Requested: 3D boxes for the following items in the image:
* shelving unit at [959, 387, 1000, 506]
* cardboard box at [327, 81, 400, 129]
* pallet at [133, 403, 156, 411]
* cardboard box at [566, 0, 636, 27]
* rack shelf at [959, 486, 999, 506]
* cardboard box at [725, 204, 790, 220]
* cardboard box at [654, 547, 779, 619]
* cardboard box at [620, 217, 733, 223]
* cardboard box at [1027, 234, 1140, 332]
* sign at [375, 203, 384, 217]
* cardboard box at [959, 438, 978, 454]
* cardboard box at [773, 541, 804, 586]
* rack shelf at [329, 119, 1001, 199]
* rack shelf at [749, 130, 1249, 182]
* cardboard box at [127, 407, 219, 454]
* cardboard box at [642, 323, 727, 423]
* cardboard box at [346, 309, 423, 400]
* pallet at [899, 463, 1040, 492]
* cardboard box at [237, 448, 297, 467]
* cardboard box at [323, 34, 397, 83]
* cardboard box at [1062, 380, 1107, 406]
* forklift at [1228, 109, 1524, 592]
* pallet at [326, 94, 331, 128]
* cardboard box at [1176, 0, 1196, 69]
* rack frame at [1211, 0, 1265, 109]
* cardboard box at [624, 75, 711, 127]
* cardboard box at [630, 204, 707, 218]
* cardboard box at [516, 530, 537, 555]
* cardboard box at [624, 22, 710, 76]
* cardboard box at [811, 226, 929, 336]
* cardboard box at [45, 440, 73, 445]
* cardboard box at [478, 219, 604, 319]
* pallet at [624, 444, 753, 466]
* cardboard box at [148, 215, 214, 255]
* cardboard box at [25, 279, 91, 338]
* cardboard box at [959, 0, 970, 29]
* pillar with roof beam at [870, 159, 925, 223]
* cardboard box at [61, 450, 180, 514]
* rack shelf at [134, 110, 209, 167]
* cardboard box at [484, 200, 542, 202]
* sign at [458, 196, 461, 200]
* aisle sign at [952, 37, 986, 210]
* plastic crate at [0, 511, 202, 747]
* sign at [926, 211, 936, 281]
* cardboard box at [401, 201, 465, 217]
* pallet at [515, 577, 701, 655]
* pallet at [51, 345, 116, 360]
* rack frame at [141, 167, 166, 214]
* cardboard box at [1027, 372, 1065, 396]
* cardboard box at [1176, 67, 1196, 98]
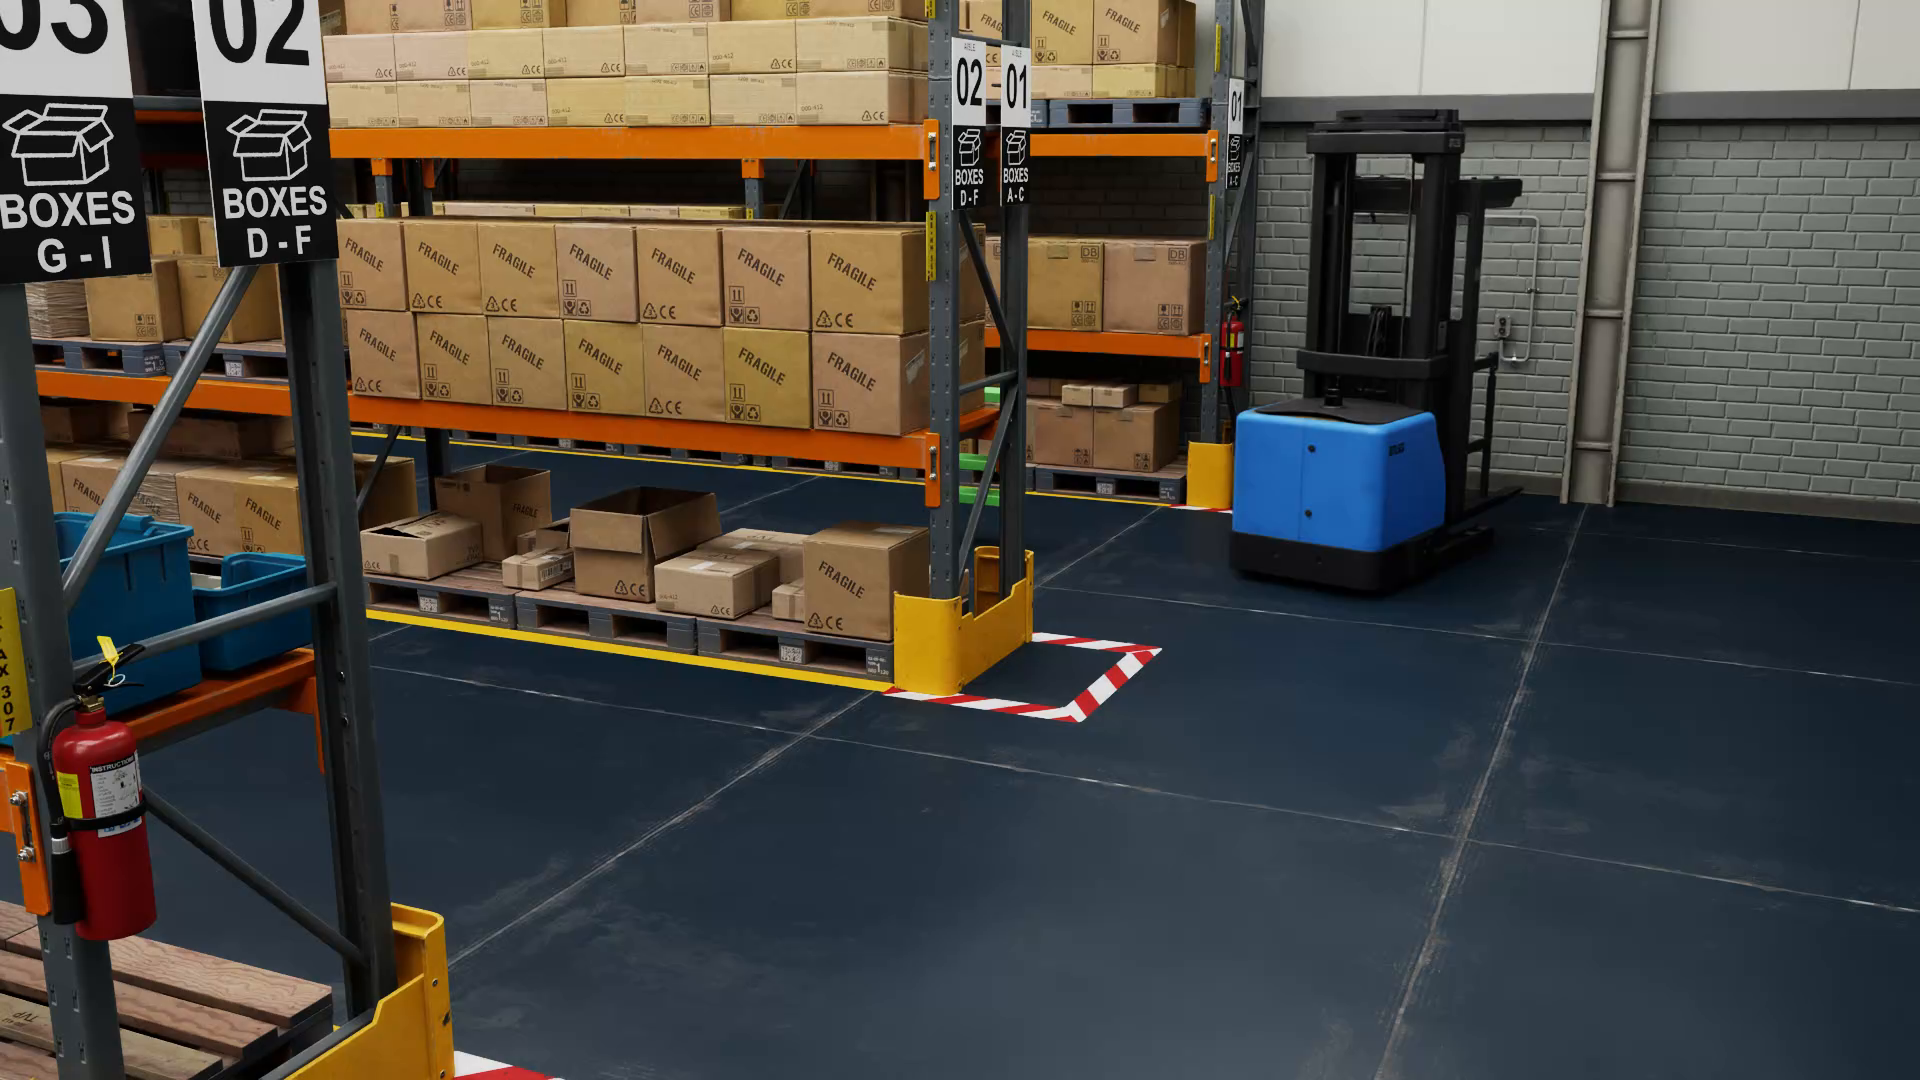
[{"bbox_3d":[0.151,-0.569,11.553,0.503,1.200,0.258,6,14,23],"label":"shelving unit"},{"bbox_3d":[-3.207,-2.459,9.429,0.500,0.250,0.500,6,14,23],"label":"cardboard box"},{"bbox_3d":[-8.150,-1.514,17.745,1.213,0.211,1.003,6,14,23],"label":"pallet"},{"bbox_3d":[-1.713,-2.991,8.963,0.500,0.500,0.700,6,14,23],"label":"cardboard box"},{"bbox_3d":[0.151,-0.273,11.622,0.480,0.148,0.258,6,14,23],"label":"rack shelf"},{"bbox_3d":[-1.863,-2.868,14.857,0.500,0.250,0.500,6,15,25],"label":"cardboard box"},{"bbox_3d":[-1.347,0.234,9.249,0.500,0.250,0.500,6,14,23],"label":"cardboard box"},{"bbox_3d":[-1.594,-1.570,9.474,0.500,0.500,0.500,6,14,23],"label":"cardboard box"},{"bbox_3d":[0.969,-2.089,13.435,0.700,0.700,0.980,6,14,23],"label":"cardboard box"},{"bbox_3d":[-5.417,-2.984,15.545,0.005,0.325,0.100,6,14,23],"label":"sign"},{"bbox_3d":[0.020,-1.005,14.023,0.500,0.500,0.700,6,15,25],"label":"cardboard box"},{"bbox_3d":[-0.733,0.171,9.517,0.500,0.250,0.500,6,14,23],"label":"cardboard box"},{"bbox_3d":[-1.723,-2.093,9.117,4.000,0.370,1.077,6,14,23],"label":"rack shelf"},{"bbox_3d":[0.280,-3.128,13.528,4.000,0.370,1.077,6,14,23],"label":"rack shelf"},{"bbox_3d":[-5.268,-0.765,11.315,0.500,0.250,0.500,5,14,22],"label":"cardboard box"},{"bbox_3d":[-1.343,-0.926,8.915,0.500,0.500,0.500,6,14,24],"label":"cardboard box"},{"bbox_3d":[-3.196,-1.113,9.711,0.500,0.500,0.500,6,15,25],"label":"cardboard box"},{"bbox_3d":[0.235,-0.646,14.047,1.213,0.211,1.003,6,14,23],"label":"pallet"},{"bbox_3d":[-4.387,-0.308,11.010,0.500,0.500,0.500,6,14,24],"label":"cardboard box"},{"bbox_3d":[-3.207,-2.702,9.371,0.500,0.250,0.500,6,14,23],"label":"cardboard box"},{"bbox_3d":[1.003,-1.177,13.339,0.250,0.149,0.380,6,15,25],"label":"cardboard box"},{"bbox_3d":[3.037,-1.385,11.243,1.130,2.935,3.031,10,17,37],"label":"forklift"},{"bbox_3d":[-4.119,-2.612,10.165,1.003,0.211,1.213,6,14,23],"label":"pallet"},{"bbox_3d":[1.539,-3.956,13.032,0.500,0.500,0.500,5,14,21],"label":"cardboard box"},{"bbox_3d":[2.109,-4.754,12.315,0.127,3.000,1.000,6,14,23],"label":"rack frame"},{"bbox_3d":[-1.386,-2.270,8.624,0.500,0.250,0.500,6,14,23],"label":"cardboard box"},{"bbox_3d":[-2.542,-2.810,14.611,0.500,0.250,0.500,6,15,24],"label":"cardboard box"},{"bbox_3d":[-2.548,0.021,10.375,0.250,0.149,0.380,6,14,23],"label":"cardboard box"},{"bbox_3d":[-1.380,-2.516,8.579,0.500,0.250,0.500,6,14,23],"label":"cardboard box"},{"bbox_3d":[-0.412,-1.317,8.394,0.500,0.500,0.500,6,14,23],"label":"cardboard box"},{"bbox_3d":[-6.258,-0.498,11.819,0.500,0.500,0.500,6,15,25],"label":"cardboard box"},{"bbox_3d":[-2.293,-1.506,9.198,0.500,0.500,0.500,5,14,22],"label":"cardboard box"},{"bbox_3d":[-2.284,-0.901,15.133,1.213,0.211,1.003,6,14,23],"label":"pallet"},{"bbox_3d":[-7.903,-3.099,17.212,0.500,0.500,0.700,7,15,29],"label":"cardboard box"},{"bbox_3d":[-5.828,-1.632,11.006,0.500,0.500,0.700,9,16,34],"label":"cardboard box"},{"bbox_3d":[-0.084,-3.993,13.189,0.500,0.500,0.500,6,14,24],"label":"cardboard box"},{"bbox_3d":[-2.302,-4.340,10.554,0.400,9.000,9.100,6,14,23],"label":"pillar with roof beam"},{"bbox_3d":[-5.491,-0.292,10.940,0.500,0.500,0.500,5,14,21],"label":"cardboard box"},{"bbox_3d":[-3.732,-1.059,4.710,4.000,0.370,1.077,6,14,23],"label":"rack shelf"},{"bbox_3d":[-4.214,-3.105,15.866,0.500,0.250,0.500,5,14,21],"label":"cardboard box"},{"bbox_3d":[-4.984,-3.253,16.518,0.005,0.325,0.100,6,14,23],"label":"sign"},{"bbox_3d":[0.044,-1.993,7.992,0.004,0.787,0.394,6,14,23],"label":"aisle sign"},{"bbox_3d":[-2.286,0.198,4.136,0.499,0.435,0.616,6,14,23],"label":"plastic crate"},{"bbox_3d":[-0.137,-1.401,7.935,0.005,0.325,0.100,6,14,23],"label":"sign"},{"bbox_3d":[-4.868,-3.043,15.601,0.500,0.250,0.500,6,15,25],"label":"cardboard box"},{"bbox_3d":[-1.804,0.366,9.734,1.213,0.211,1.003,6,14,23],"label":"pallet"},{"bbox_3d":[-6.560,-1.397,11.561,1.003,0.211,1.213,6,14,23],"label":"pallet"},{"bbox_3d":[-8.863,-2.943,17.732,0.127,3.000,1.000,6,14,23],"label":"rack frame"},{"bbox_3d":[0.699,-1.304,13.877,0.250,0.149,0.380,6,14,24],"label":"cardboard box"},{"bbox_3d":[1.541,-3.592,13.121,0.500,0.250,0.500,7,15,26],"label":"cardboard box"}]
